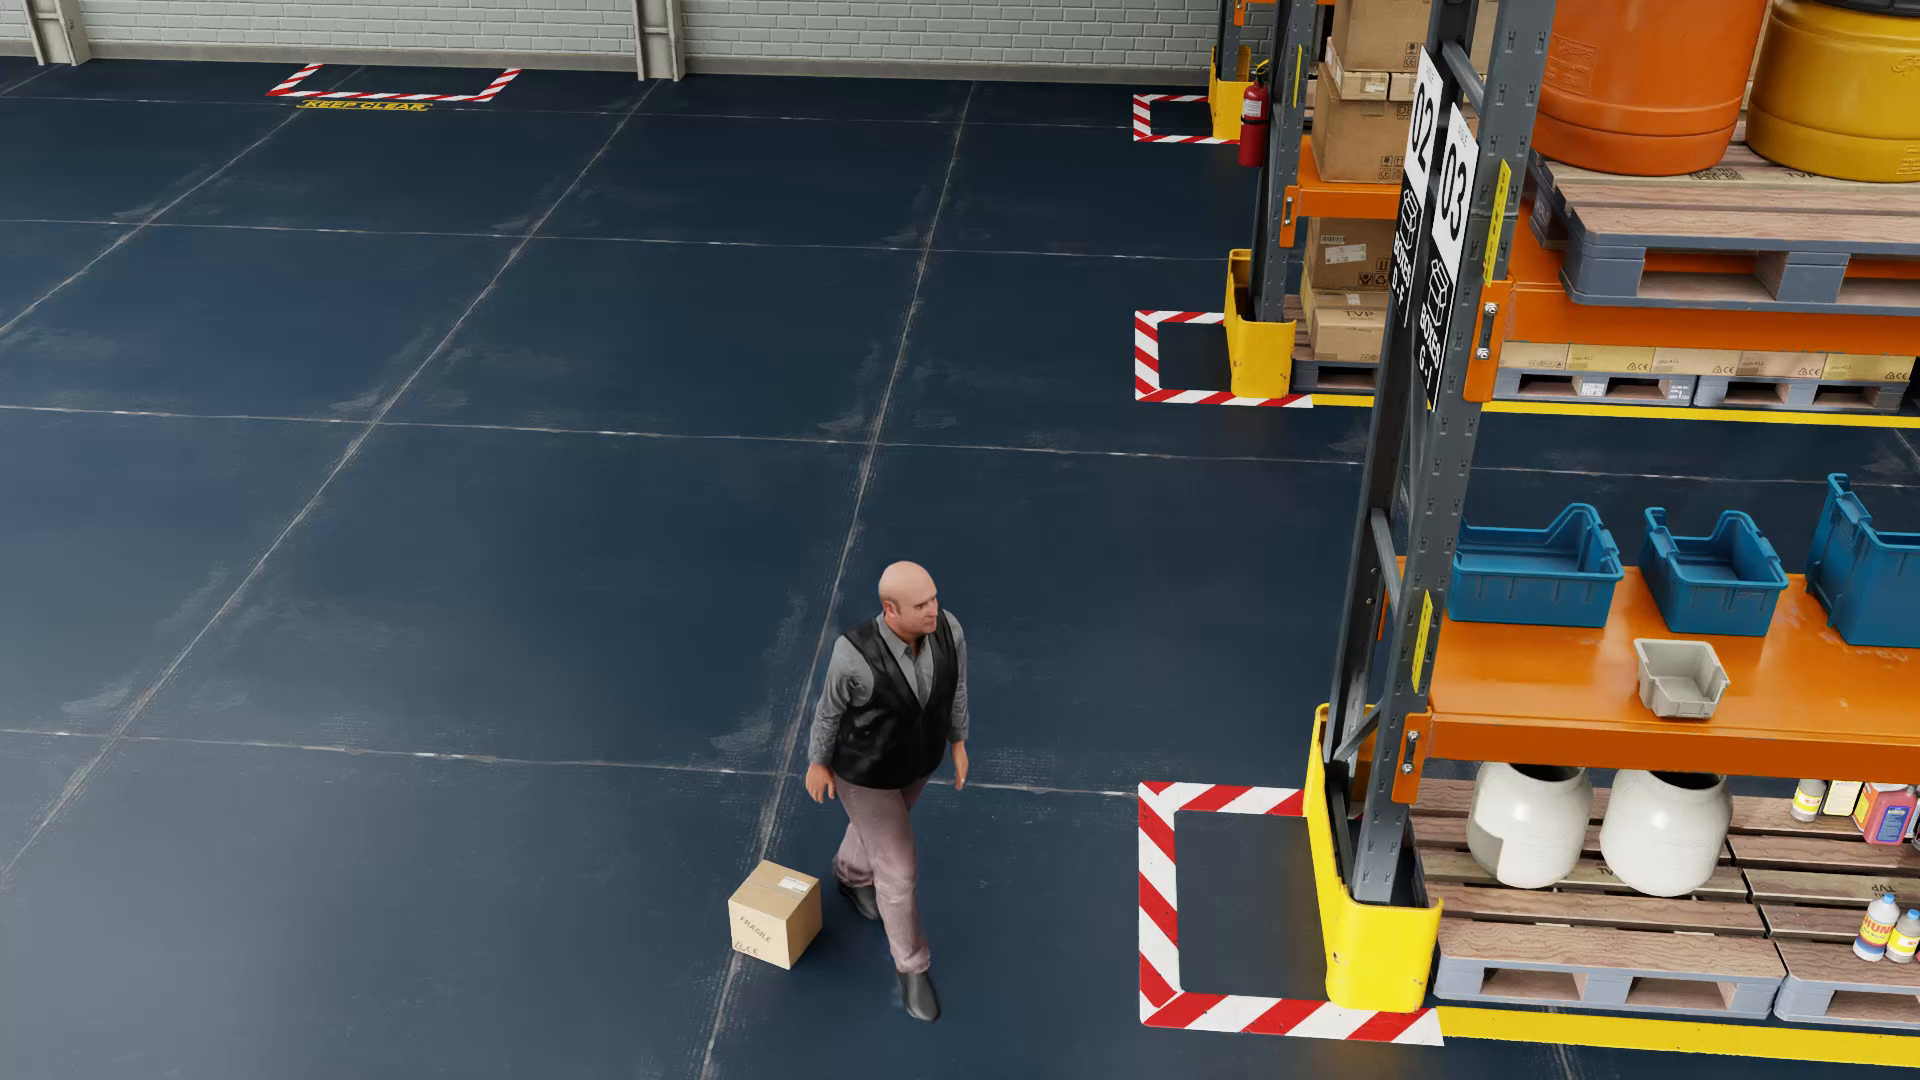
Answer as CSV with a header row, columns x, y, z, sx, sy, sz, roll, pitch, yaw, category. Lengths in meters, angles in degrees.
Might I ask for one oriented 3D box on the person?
x,y,z,sx,sy,sz,roll,pitch,yaw,category
-0.217,0.796,5.885,0.565,1.724,0.779,-27,40,-36,person
